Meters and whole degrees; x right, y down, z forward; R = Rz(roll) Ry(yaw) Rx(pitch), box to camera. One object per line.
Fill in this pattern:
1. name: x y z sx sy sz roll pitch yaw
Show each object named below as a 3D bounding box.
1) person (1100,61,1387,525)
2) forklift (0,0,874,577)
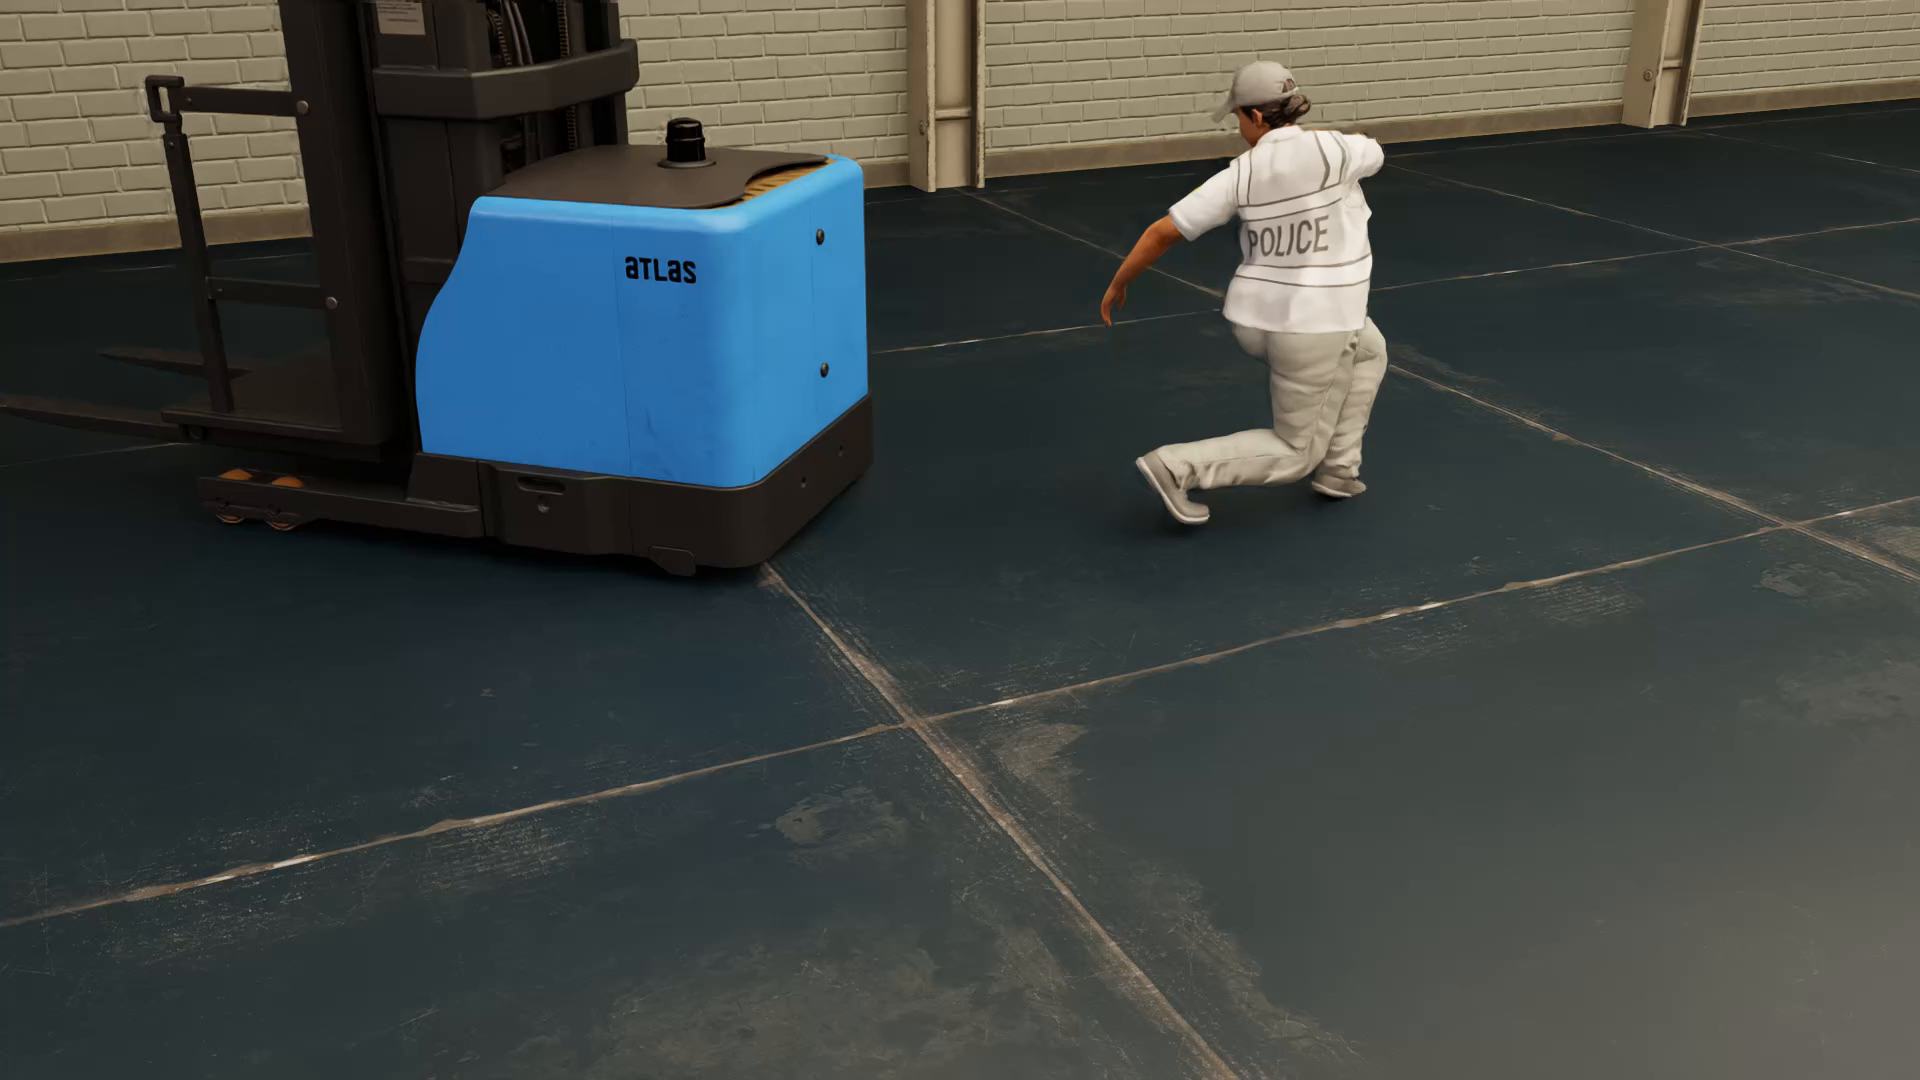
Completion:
1. person: 0.920 -0.745 5.157 0.932 1.433 0.719 -16 27 -33
2. forklift: -1.863 -1.566 5.056 3.031 2.935 1.130 7 24 17
